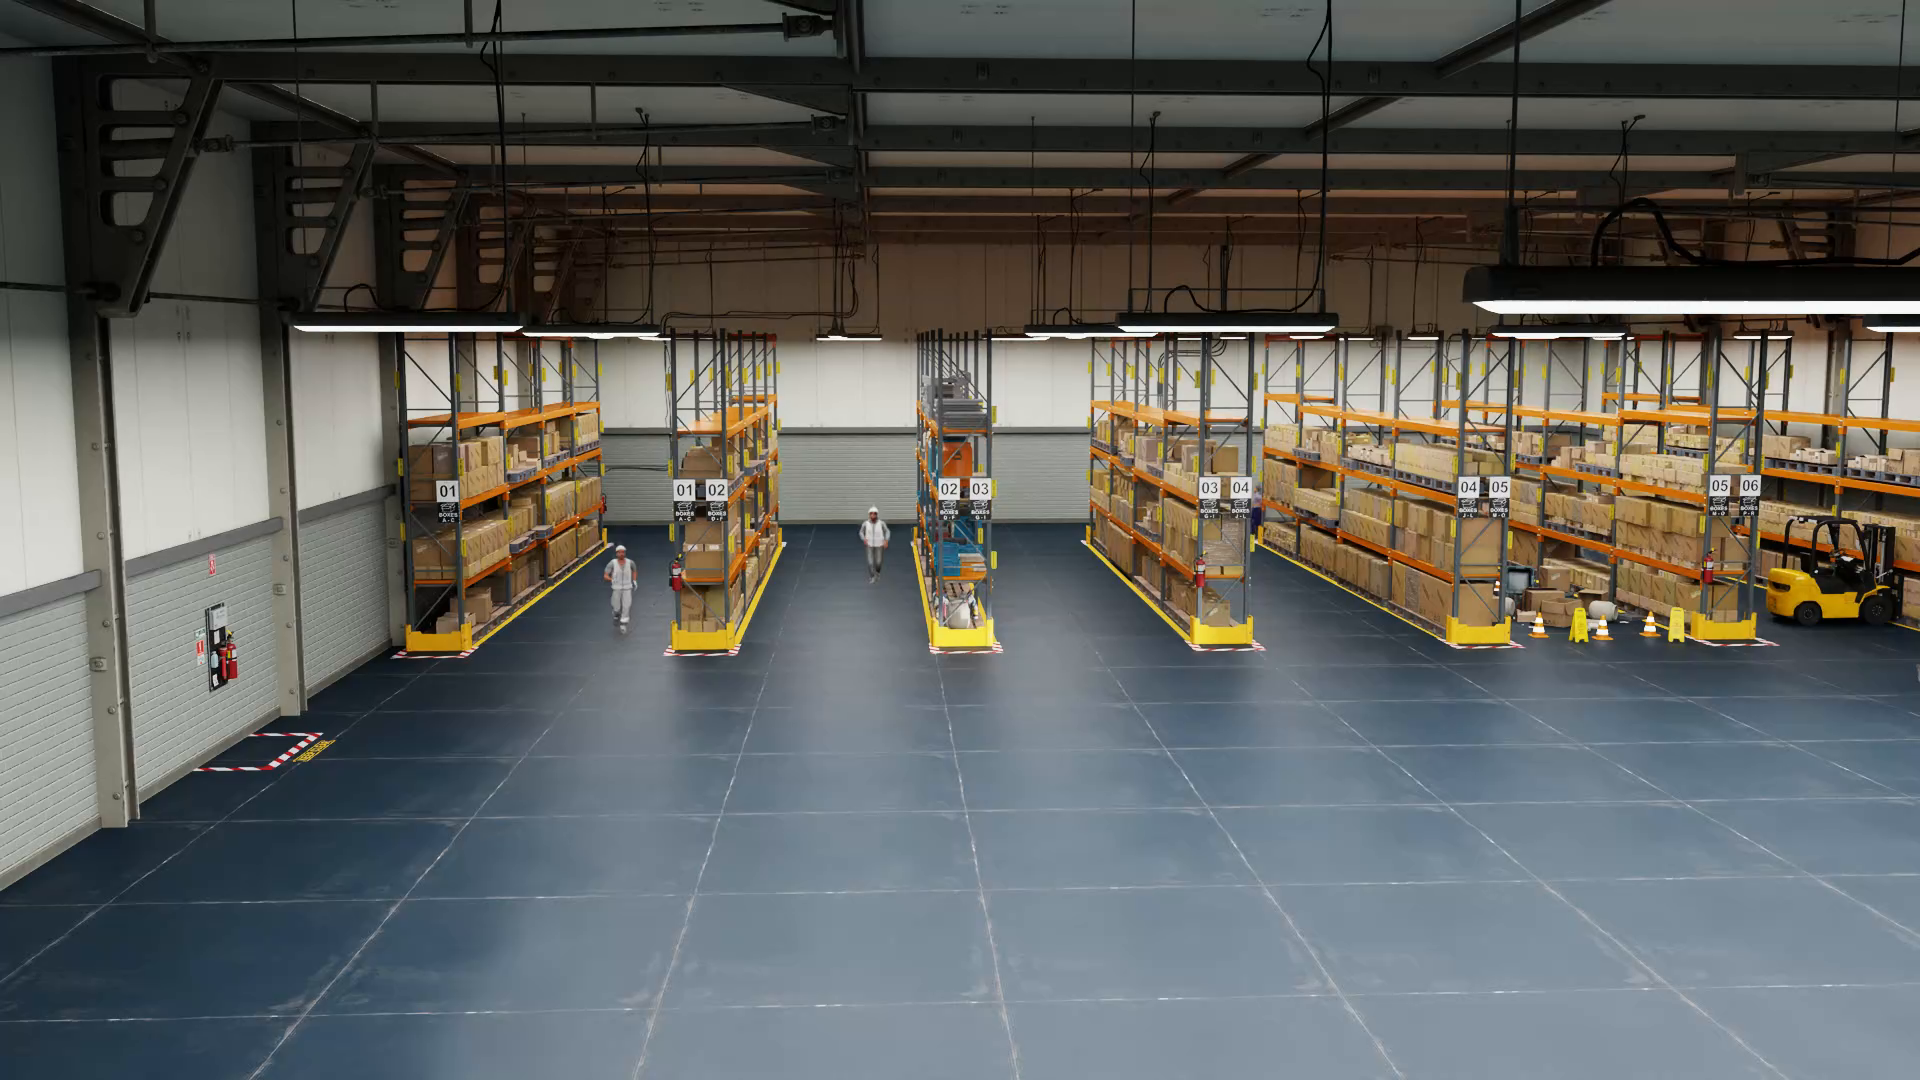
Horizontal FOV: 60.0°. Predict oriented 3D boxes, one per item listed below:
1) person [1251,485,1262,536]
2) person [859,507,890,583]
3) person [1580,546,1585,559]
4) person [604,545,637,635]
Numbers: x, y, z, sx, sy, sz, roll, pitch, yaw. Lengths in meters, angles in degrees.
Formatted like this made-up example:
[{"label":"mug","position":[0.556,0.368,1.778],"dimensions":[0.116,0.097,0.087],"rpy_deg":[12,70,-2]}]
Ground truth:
[{"label":"person","position":[8.802,-0.746,49.223],"dimensions":[0.624,1.440,0.761],"rpy_deg":[-1,7,-8]},{"label":"person","position":[-1.941,0.125,37.734],"dimensions":[0.707,1.740,0.557],"rpy_deg":[0,7,-2]},{"label":"person","position":[16.052,-0.204,43.116],"dimensions":[0.664,1.738,0.962],"rpy_deg":[0,7,-3]},{"label":"person","position":[-6.697,0.975,32.883],"dimensions":[0.663,1.757,0.782],"rpy_deg":[-2,7,-19]}]
